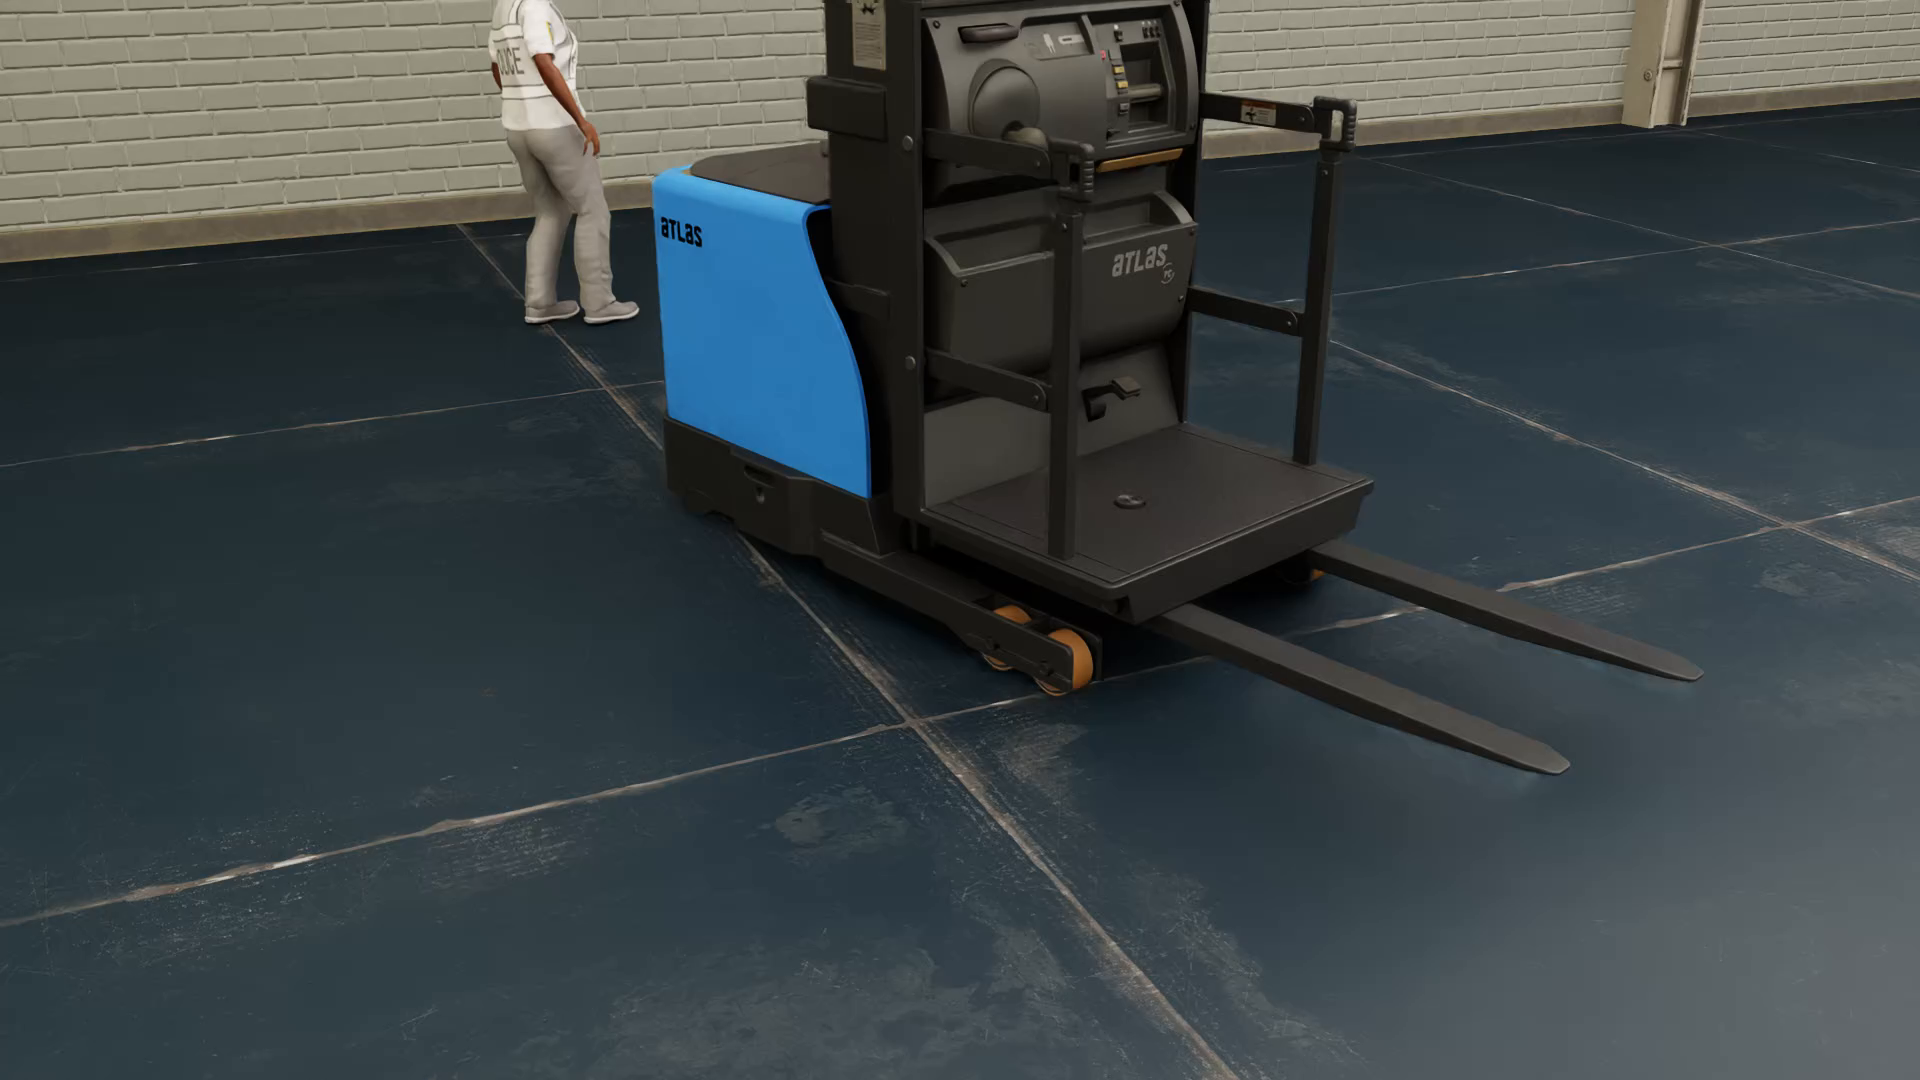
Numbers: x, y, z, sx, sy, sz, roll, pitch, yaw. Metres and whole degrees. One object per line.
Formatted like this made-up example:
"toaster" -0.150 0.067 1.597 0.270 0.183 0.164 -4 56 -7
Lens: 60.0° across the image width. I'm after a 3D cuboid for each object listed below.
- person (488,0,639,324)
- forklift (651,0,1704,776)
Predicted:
"person" -1.736 -1.770 7.217 0.482 1.656 0.663 -20 30 -40
"forklift" 0.428 -1.184 4.136 1.130 2.935 3.031 -20 30 -39
